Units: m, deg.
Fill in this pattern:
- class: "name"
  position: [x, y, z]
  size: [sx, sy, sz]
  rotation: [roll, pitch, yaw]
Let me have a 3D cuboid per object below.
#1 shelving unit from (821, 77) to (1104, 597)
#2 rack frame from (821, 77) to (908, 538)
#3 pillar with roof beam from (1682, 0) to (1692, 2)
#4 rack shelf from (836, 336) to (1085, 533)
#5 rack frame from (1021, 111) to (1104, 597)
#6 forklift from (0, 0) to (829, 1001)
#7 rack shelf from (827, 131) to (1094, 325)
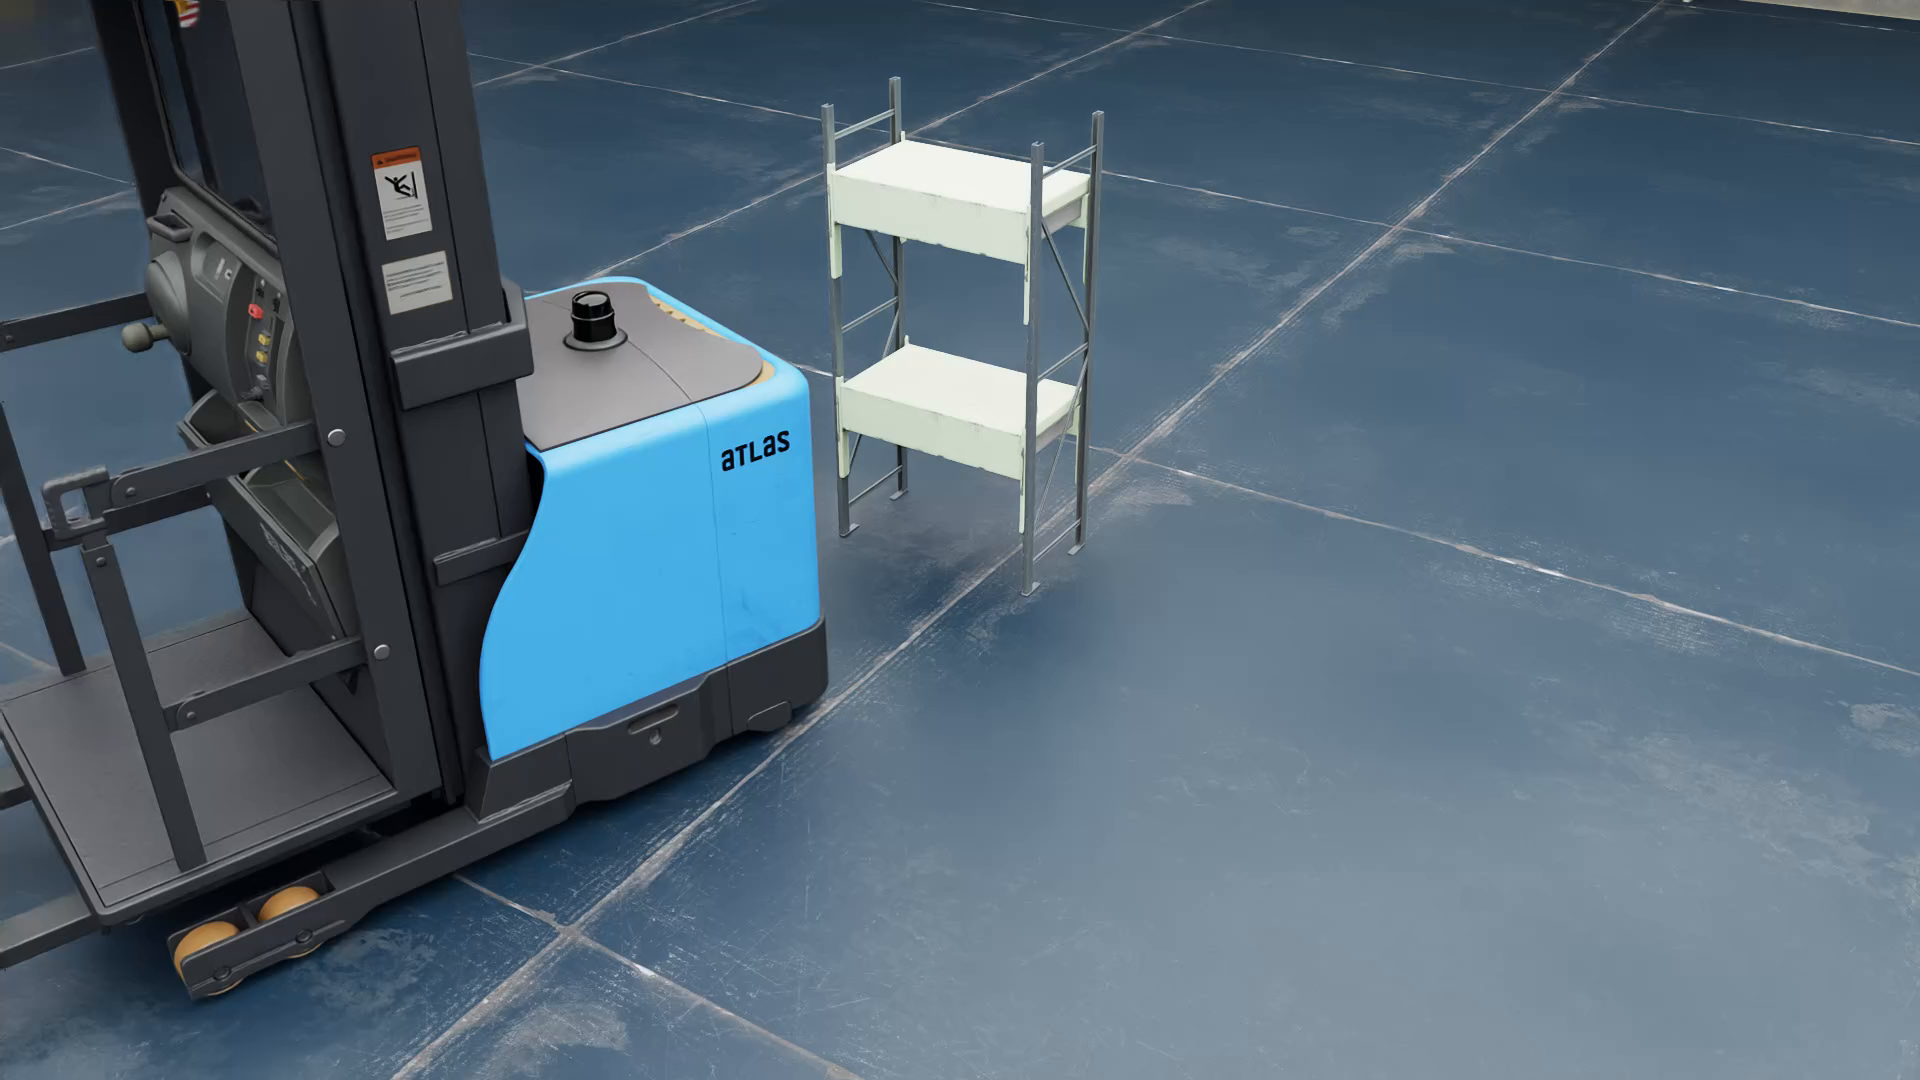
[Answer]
- class: "shelving unit"
  position: [0.006, -0.646, 5.369]
  size: [0.755, 1.500, 0.431]
  rotation: [18, 35, 27]
- class: "rack frame"
  position: [-0.304, -0.744, 5.537]
  size: [0.023, 1.500, 0.400]
  rotation: [18, 35, 27]
- class: "pillar with roof beam"
  position: [3.291, -6.341, 7.690]
  size: [0.400, 9.000, 9.100]
  rotation: [18, 35, 27]
- class: "rack shelf"
  position: [0.006, -0.364, 5.533]
  size: [0.720, 0.370, 0.431]
  rotation: [18, 35, 27]
- class: "rack frame"
  position: [0.316, -0.548, 5.201]
  size: [0.023, 1.500, 0.400]
  rotation: [18, 35, 27]
- class: "forklift"
  position: [-1.849, -0.497, 3.694]
  size: [3.031, 2.935, 1.130]
  rotation: [-22, 37, -33]
- class: "rack shelf"
  position: [0.006, -0.983, 5.172]
  size: [0.720, 0.370, 0.431]
  rotation: [18, 35, 27]
